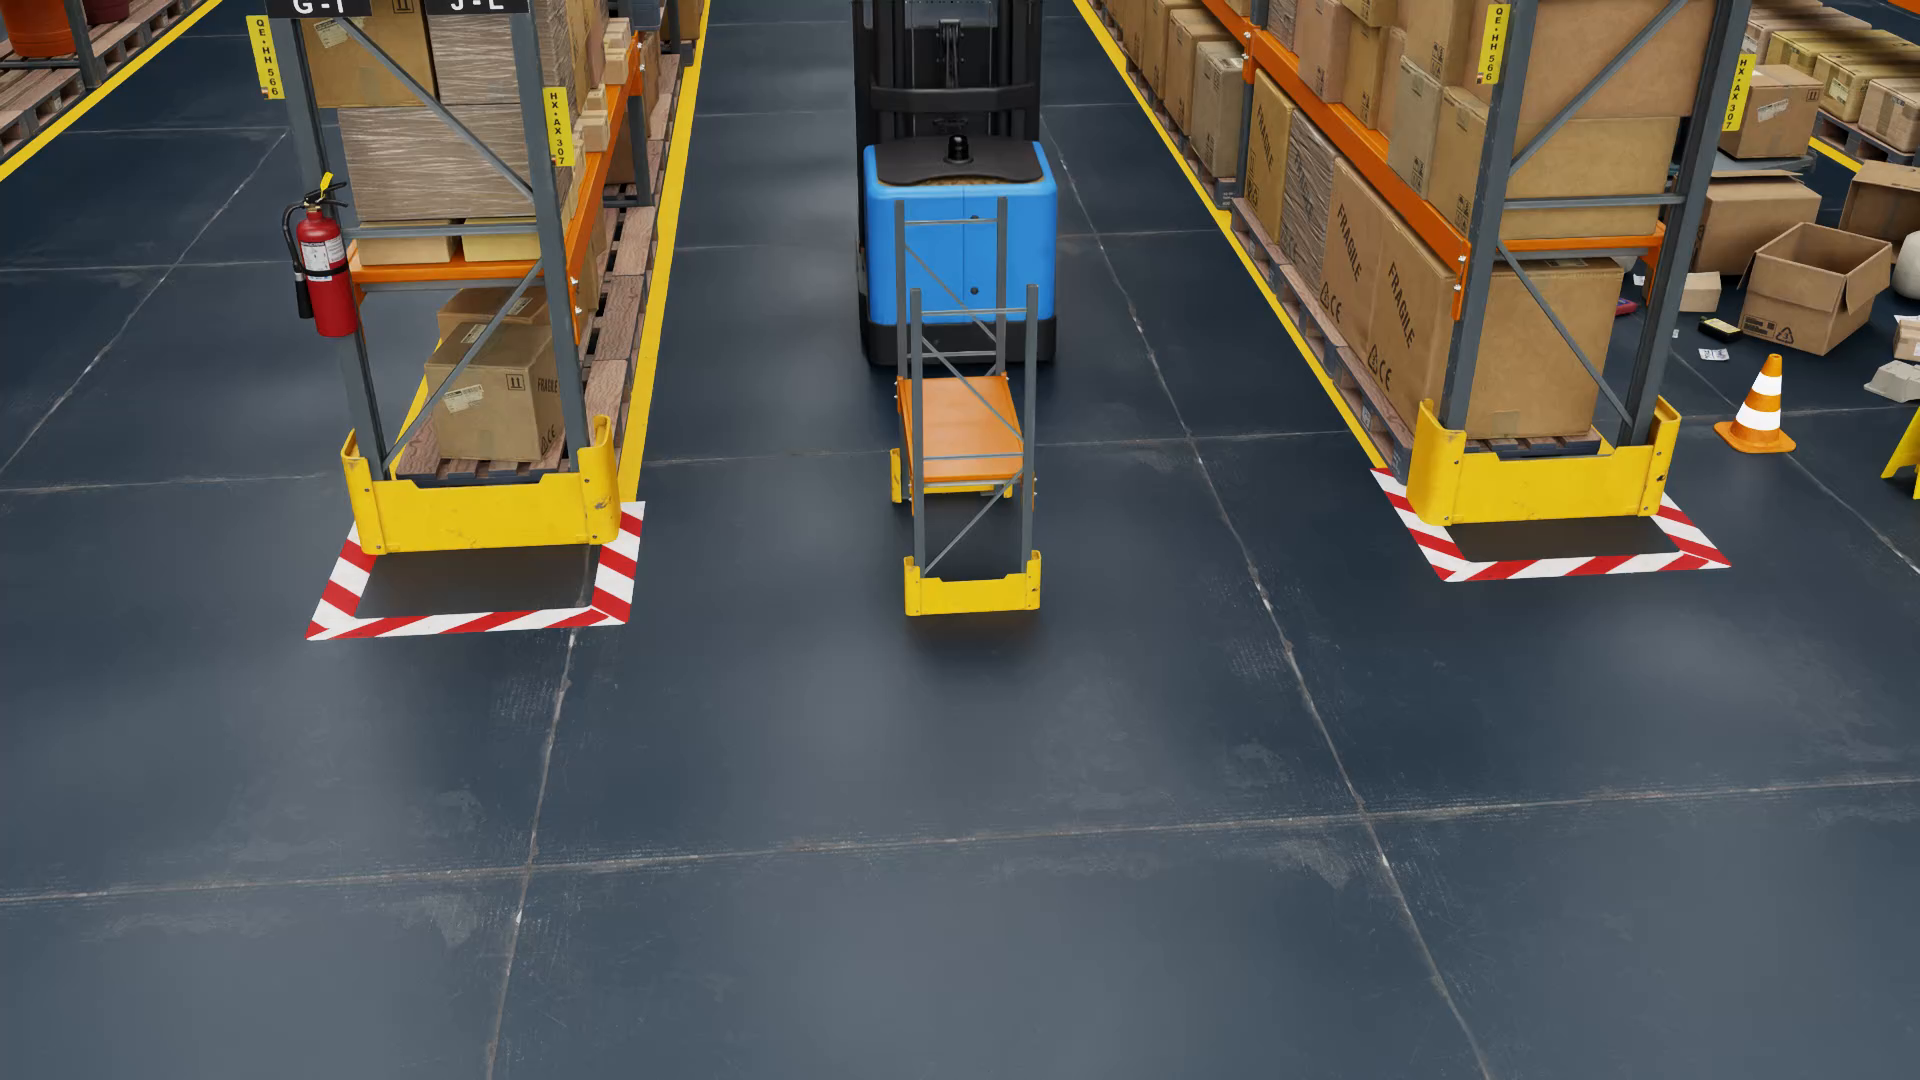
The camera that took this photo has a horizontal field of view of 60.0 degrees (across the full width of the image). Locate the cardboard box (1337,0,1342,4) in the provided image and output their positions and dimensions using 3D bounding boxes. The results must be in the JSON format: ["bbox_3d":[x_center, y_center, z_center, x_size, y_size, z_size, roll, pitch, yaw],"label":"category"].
[{"bbox_3d":[2.469,-3.302,9.154,0.875,0.550,0.550,-3,31,-5],"label":"cardboard box"}]

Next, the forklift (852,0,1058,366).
[{"bbox_3d":[-0.093,-2.954,9.837,1.130,2.935,3.031,-2,31,-4],"label":"forklift"}]

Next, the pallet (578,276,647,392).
[{"bbox_3d":[-2.345,-1.173,9.508,1.003,0.211,1.213,-3,31,-5],"label":"pallet"}]

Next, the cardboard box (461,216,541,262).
[{"bbox_3d":[-1.976,-1.343,7.318,0.380,0.149,0.250,-3,31,-5],"label":"cardboard box"}]

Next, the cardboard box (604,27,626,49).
[{"bbox_3d":[-2.233,-3.004,10.099,0.380,0.149,0.250,-3,31,-5],"label":"cardboard box"}]

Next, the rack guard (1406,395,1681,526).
[{"bbox_3d":[2.764,-0.394,7.922,1.175,0.500,0.348,-3,31,-5],"label":"rack guard"}]

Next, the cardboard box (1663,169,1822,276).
[{"bbox_3d":[4.900,-2.007,10.488,0.797,0.637,0.503,-3,31,-5],"label":"cardboard box"}]

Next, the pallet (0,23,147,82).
[{"bbox_3d":[-7.980,-4.344,14.817,1.003,0.211,1.213,-3,31,-5],"label":"pallet"}]

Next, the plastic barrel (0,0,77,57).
[{"bbox_3d":[-7.928,-4.638,14.297,0.600,0.830,0.708,-3,31,-5],"label":"plastic barrel"}]

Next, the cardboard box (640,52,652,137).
[{"bbox_3d":[-2.674,-3.296,12.352,0.700,0.500,0.500,-5,31,-9],"label":"cardboard box"}]

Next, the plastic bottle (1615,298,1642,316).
[{"bbox_3d":[3.973,-1.409,10.050,0.283,0.061,0.133,-14,33,-22],"label":"plastic bottle"}]

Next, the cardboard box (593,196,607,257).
[{"bbox_3d":[-2.501,-1.945,10.109,0.500,0.500,0.500,7,32,11],"label":"cardboard box"}]

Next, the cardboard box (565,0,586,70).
[{"bbox_3d":[-2.006,-2.443,7.552,0.500,0.500,0.500,-3,31,-5],"label":"cardboard box"}]

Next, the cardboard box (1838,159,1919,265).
[{"bbox_3d":[6.052,-2.126,10.820,0.500,0.500,0.500,20,36,29],"label":"cardboard box"}]

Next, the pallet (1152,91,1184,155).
[{"bbox_3d":[2.123,-3.339,13.135,1.003,0.211,1.213,-3,31,-5],"label":"pallet"}]

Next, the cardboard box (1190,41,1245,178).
[{"bbox_3d":[2.240,-3.049,11.714,1.050,0.750,0.750,-3,31,-5],"label":"cardboard box"}]

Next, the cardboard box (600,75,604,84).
[{"bbox_3d":[-2.180,-2.492,9.241,0.380,0.149,0.250,-3,31,-5],"label":"cardboard box"}]

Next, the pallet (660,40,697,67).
[{"bbox_3d":[-2.932,-4.587,15.224,1.003,0.211,1.213,-3,31,-5],"label":"pallet"}]

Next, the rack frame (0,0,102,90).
[{"bbox_3d":[-7.865,-5.141,13.431,1.000,3.000,0.127,-3,31,-5],"label":"rack frame"}]

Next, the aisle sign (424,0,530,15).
[{"bbox_3d":[-1.882,-2.392,6.295,0.394,0.787,0.004,-3,31,-5],"label":"aisle sign"}]

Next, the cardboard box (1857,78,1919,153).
[{"bbox_3d":[7.255,-3.130,12.219,0.950,0.372,0.625,-2,31,-4],"label":"cardboard box"}]

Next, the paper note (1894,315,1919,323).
[{"bbox_3d":[5.680,-1.317,9.936,0.148,0.019,0.142,8,32,13],"label":"paper note"}]

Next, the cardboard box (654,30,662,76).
[{"bbox_3d":[-2.851,-4.153,13.786,0.700,0.500,0.500,-4,31,-7],"label":"cardboard box"}]

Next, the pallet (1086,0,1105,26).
[{"bbox_3d":[1.832,-5.387,16.564,1.003,0.211,1.213,-3,31,-5],"label":"pallet"}]

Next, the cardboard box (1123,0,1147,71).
[{"bbox_3d":[1.981,-4.463,14.082,1.050,0.750,0.750,-3,31,-5],"label":"cardboard box"}]

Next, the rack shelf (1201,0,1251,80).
[{"bbox_3d":[2.201,-4.234,12.615,1.077,0.370,4.000,-3,31,-5],"label":"rack shelf"}]

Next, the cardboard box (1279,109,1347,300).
[{"bbox_3d":[2.465,-2.005,9.845,0.875,0.875,0.875,-3,31,-4],"label":"cardboard box"}]

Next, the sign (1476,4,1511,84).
[{"bbox_3d":[2.220,-2.059,6.913,0.100,0.325,0.005,-3,31,-5],"label":"sign"}]

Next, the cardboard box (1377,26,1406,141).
[{"bbox_3d":[2.681,-2.303,8.534,0.875,0.550,0.550,-3,31,-5],"label":"cardboard box"}]

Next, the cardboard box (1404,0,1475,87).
[{"bbox_3d":[2.622,-2.475,7.770,0.875,0.550,0.550,-3,31,-5],"label":"cardboard box"}]

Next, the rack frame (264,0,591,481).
[{"bbox_3d":[-2.186,-1.294,6.991,1.000,3.000,0.127,-3,31,-5],"label":"rack frame"}]

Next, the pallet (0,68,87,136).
[{"bbox_3d":[-7.831,-3.546,13.481,1.003,0.211,1.213,-3,31,-5],"label":"pallet"}]

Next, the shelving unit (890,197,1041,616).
[{"bbox_3d":[0.007,-0.605,7.300,0.587,1.500,1.083,-3,31,-5],"label":"shelving unit"}]

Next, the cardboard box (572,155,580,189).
[{"bbox_3d":[-2.032,-1.726,7.960,0.380,0.149,0.250,-3,31,-5],"label":"cardboard box"}]

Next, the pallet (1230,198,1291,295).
[{"bbox_3d":[2.381,-1.933,10.780,1.003,0.211,1.213,-3,31,-5],"label":"pallet"}]

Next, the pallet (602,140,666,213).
[{"bbox_3d":[-2.634,-2.536,11.790,1.003,0.211,1.213,-3,31,-5],"label":"pallet"}]

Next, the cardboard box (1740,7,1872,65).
[{"bbox_3d":[7.053,-4.240,14.076,0.950,0.372,0.625,-3,31,-6],"label":"cardboard box"}]

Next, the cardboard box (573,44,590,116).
[{"bbox_3d":[-2.415,-2.509,8.638,0.875,0.500,0.500,-3,31,-5],"label":"cardboard box"}]

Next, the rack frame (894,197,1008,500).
[{"bbox_3d":[-0.040,-0.860,7.727,0.500,1.500,0.032,-3,31,-5],"label":"rack frame"}]

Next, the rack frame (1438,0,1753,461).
[{"bbox_3d":[2.761,-1.480,7.302,1.000,3.000,0.127,-3,31,-5],"label":"rack frame"}]

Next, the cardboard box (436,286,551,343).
[{"bbox_3d":[-2.318,-1.024,8.567,0.500,0.500,0.500,5,31,8],"label":"cardboard box"}]

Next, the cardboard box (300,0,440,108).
[{"bbox_3d":[-2.484,-2.162,7.083,0.500,0.500,0.500,-3,31,-5],"label":"cardboard box"}]

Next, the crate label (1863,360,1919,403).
[{"bbox_3d":[5.147,-0.869,9.071,0.250,0.136,0.298,-20,36,-30],"label":"crate label"}]

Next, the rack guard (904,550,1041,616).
[{"bbox_3d":[0.054,0.186,7.195,0.587,0.250,0.087,-3,31,-5],"label":"rack guard"}]

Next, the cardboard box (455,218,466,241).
[{"bbox_3d":[-2.441,-1.449,7.496,0.380,0.149,0.250,-3,31,-5],"label":"cardboard box"}]

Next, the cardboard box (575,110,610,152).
[{"bbox_3d":[-2.019,-2.113,8.608,0.380,0.149,0.250,-3,31,-5],"label":"cardboard box"}]

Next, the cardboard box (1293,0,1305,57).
[{"bbox_3d":[2.508,-3.119,9.900,0.875,0.550,0.550,-3,31,-5],"label":"cardboard box"}]

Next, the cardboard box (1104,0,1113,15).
[{"bbox_3d":[1.647,-5.260,15.659,0.500,0.500,0.500,-2,31,-3],"label":"cardboard box"}]
